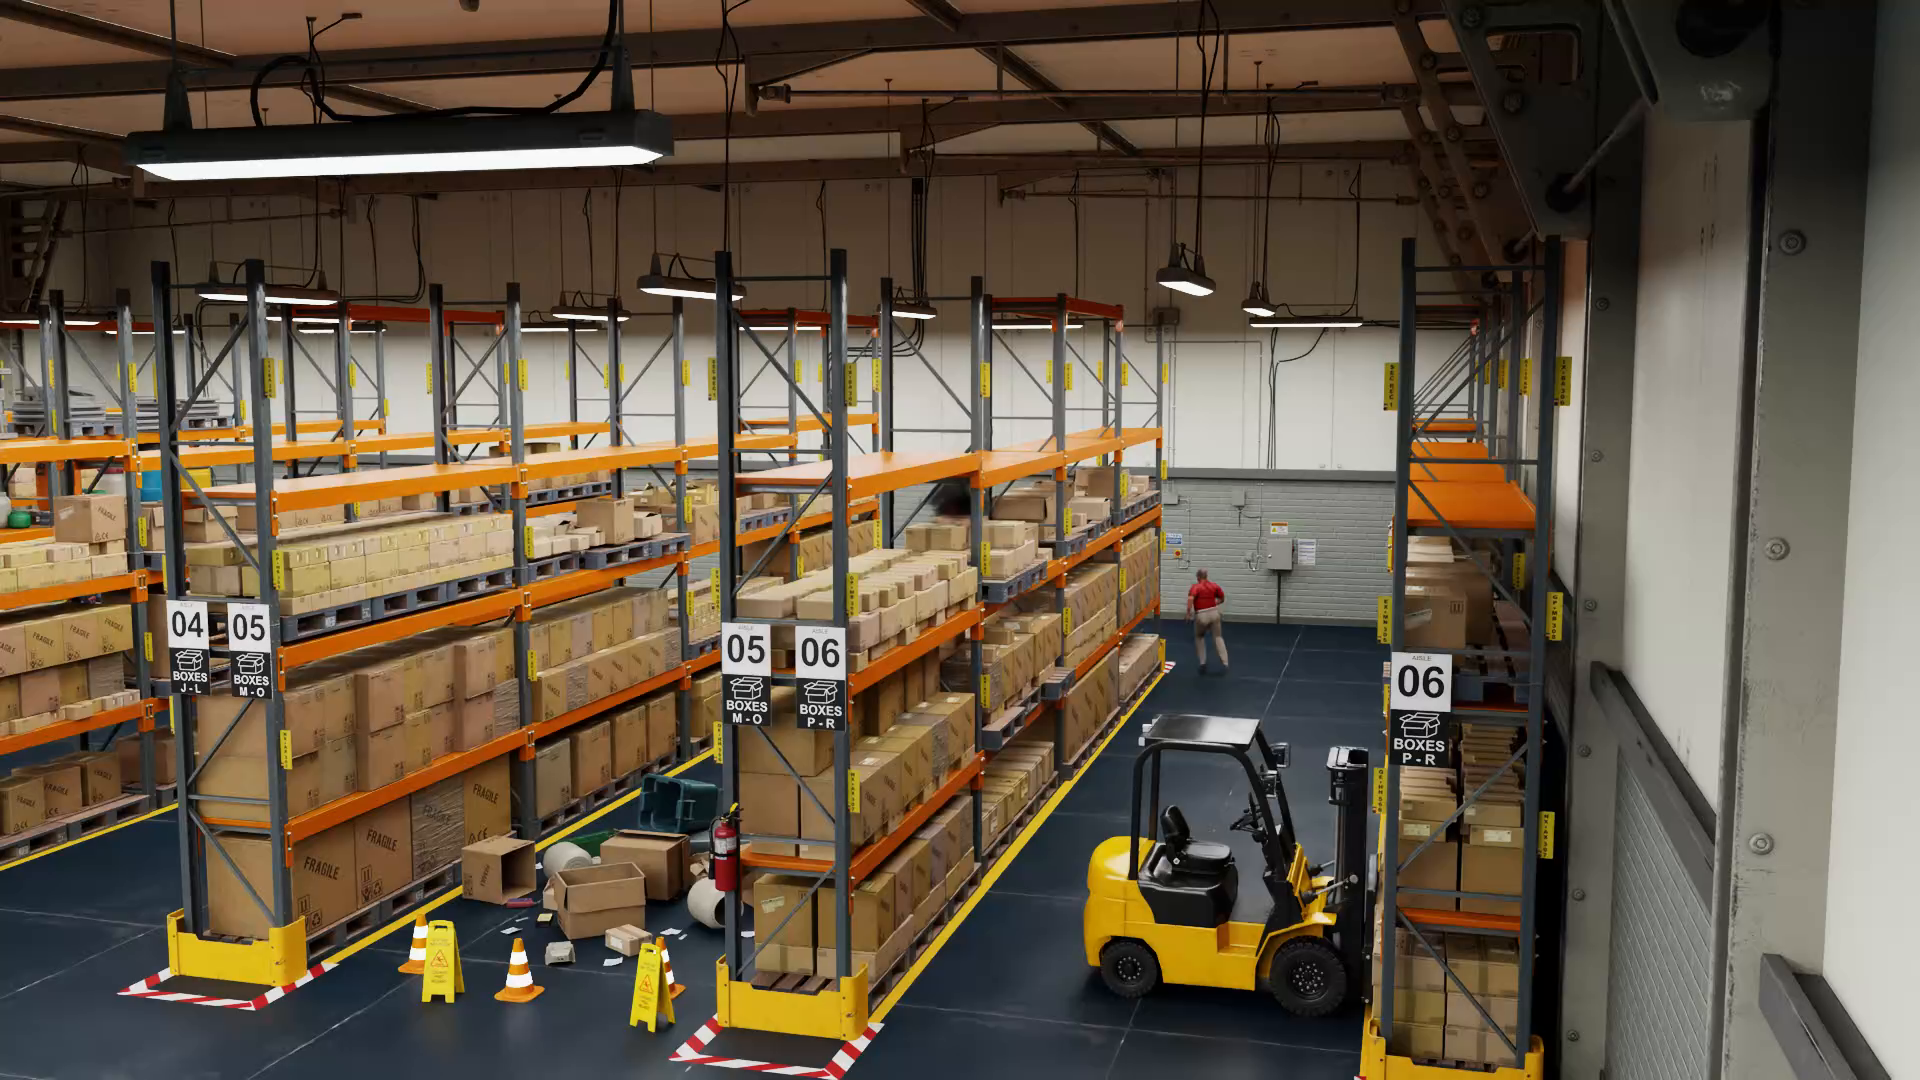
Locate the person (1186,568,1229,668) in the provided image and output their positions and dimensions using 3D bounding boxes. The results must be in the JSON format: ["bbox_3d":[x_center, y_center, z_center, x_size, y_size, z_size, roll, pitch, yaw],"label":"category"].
[{"bbox_3d":[4.114,1.369,27.987,0.730,1.789,0.818,-1,6,-11],"label":"person"}]

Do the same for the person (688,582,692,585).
[{"bbox_3d":[-4.400,1.492,27.035,0.576,1.636,0.820,2,6,16],"label":"person"}]
